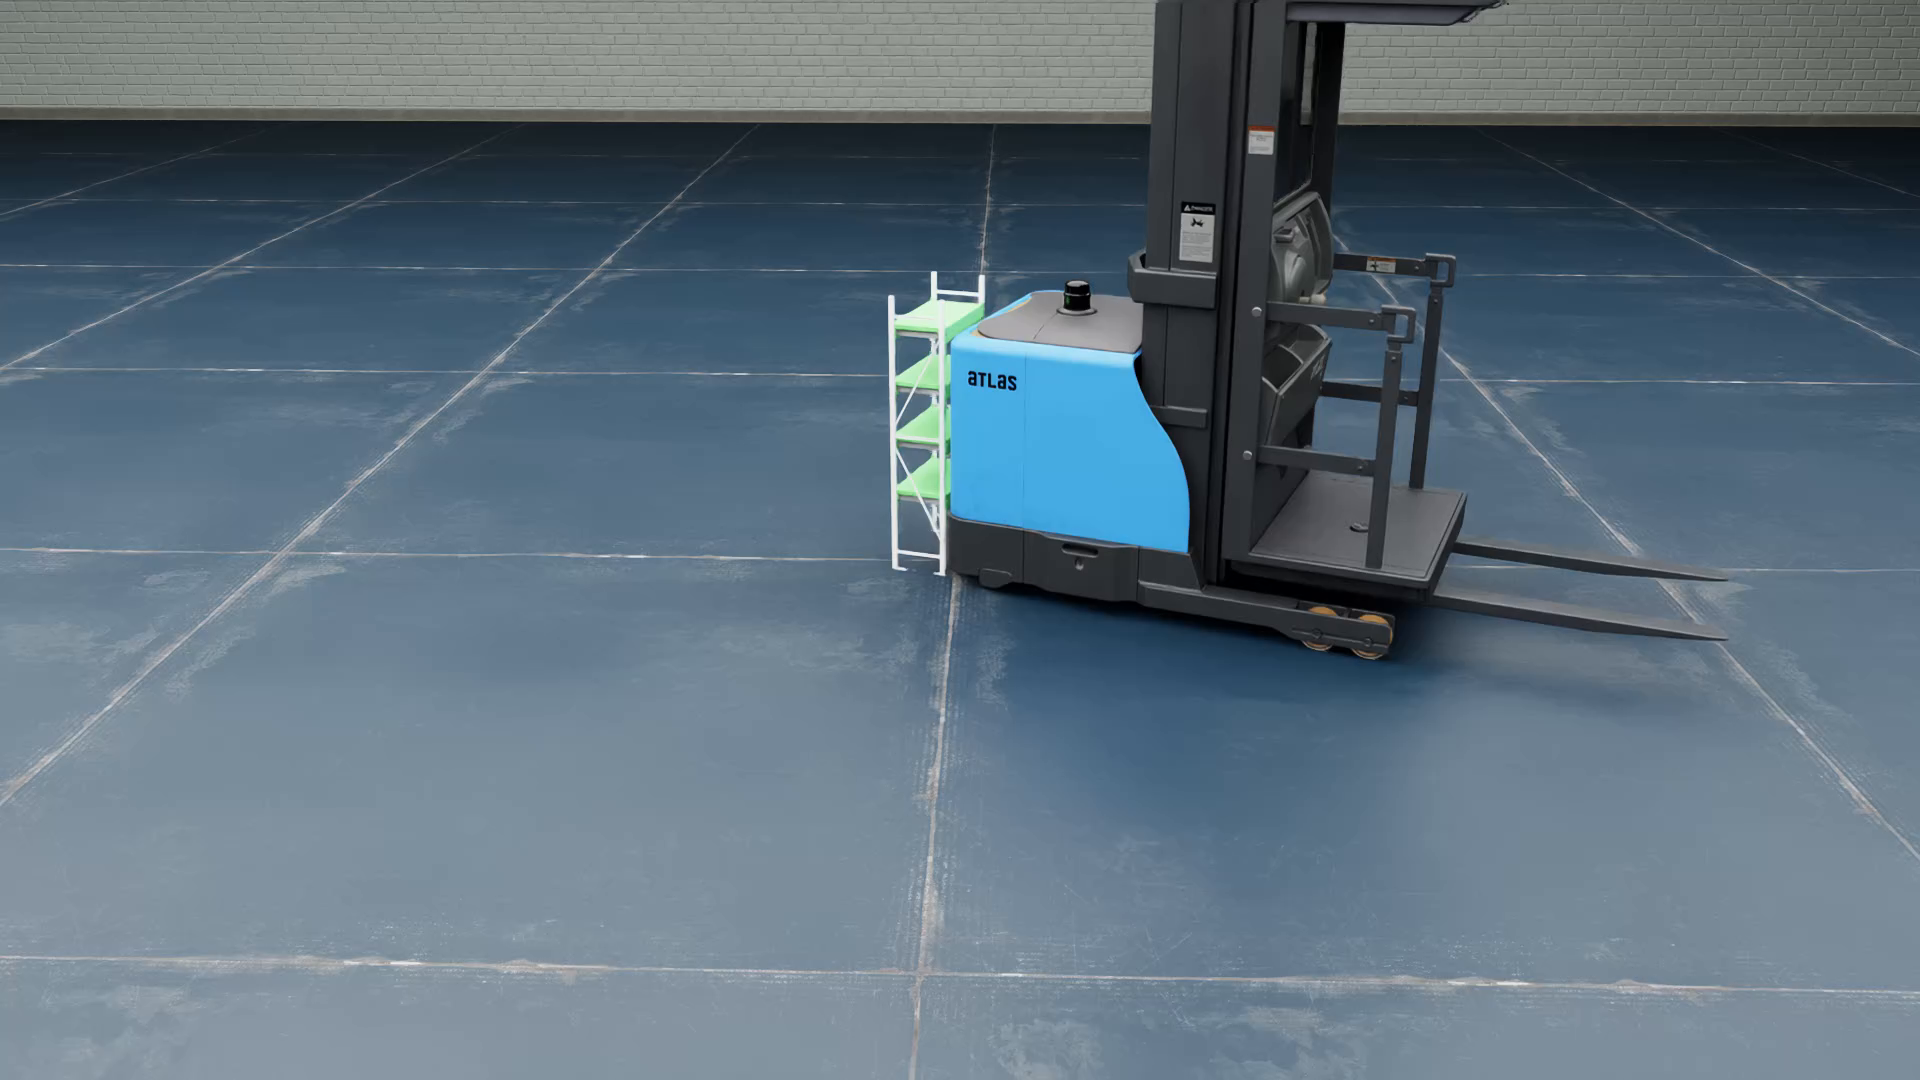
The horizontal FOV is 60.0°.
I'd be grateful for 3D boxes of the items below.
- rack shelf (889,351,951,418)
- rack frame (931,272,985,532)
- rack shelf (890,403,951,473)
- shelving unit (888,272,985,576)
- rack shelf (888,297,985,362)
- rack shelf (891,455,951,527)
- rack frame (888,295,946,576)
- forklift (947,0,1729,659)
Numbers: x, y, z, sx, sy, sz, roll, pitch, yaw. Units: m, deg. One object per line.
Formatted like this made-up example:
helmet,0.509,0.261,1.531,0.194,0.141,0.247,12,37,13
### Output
rack shelf,-0.093,-0.668,7.106,0.258,0.148,0.480,8,22,19
rack frame,-0.009,-0.587,7.383,0.240,1.200,0.015,8,22,19
rack shelf,-0.093,-0.445,7.193,0.258,0.148,0.480,8,22,19
shelving unit,-0.093,-0.504,7.169,0.258,1.200,0.503,8,22,19
rack shelf,-0.093,-0.892,7.019,0.258,0.148,0.480,8,22,19
rack shelf,-0.093,-0.221,7.279,0.258,0.148,0.480,8,22,19
rack frame,-0.177,-0.421,6.956,0.240,1.200,0.015,8,22,19
forklift,1.511,-1.129,6.388,3.031,2.935,1.130,9,23,22
